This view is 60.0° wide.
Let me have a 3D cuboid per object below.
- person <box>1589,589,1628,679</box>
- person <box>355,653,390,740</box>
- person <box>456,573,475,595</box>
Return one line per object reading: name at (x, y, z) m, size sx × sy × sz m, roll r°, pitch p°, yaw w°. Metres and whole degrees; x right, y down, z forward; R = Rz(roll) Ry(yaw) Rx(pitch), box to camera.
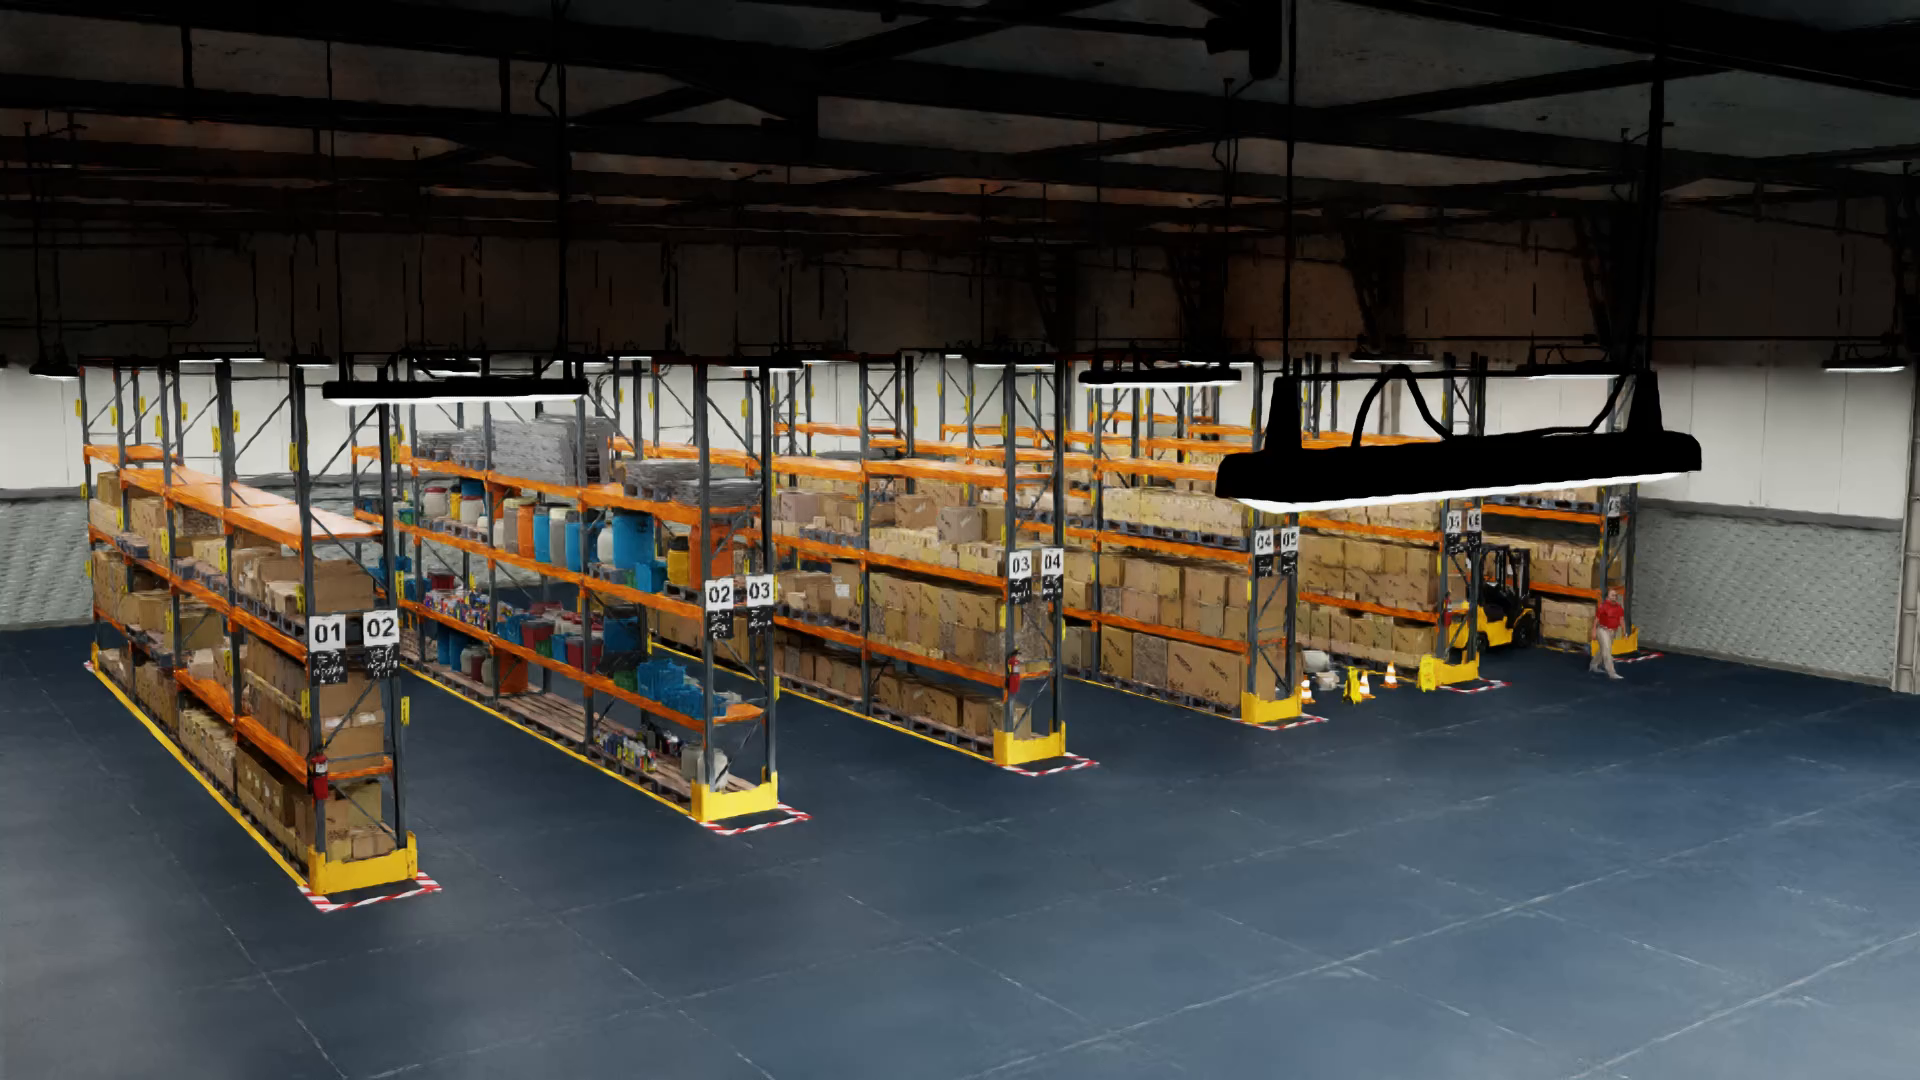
person at (12.139, 1.728, 31.055) m, size 0.535 × 1.657 × 1.029 m, roll -3°, pitch 8°, yaw -26°
person at (-9.387, 2.363, 26.151) m, size 0.443 × 1.587 × 0.996 m, roll -6°, pitch 9°, yaw -43°
person at (-10.036, 1.436, 33.752) m, size 0.800 × 1.610 × 0.641 m, roll 5°, pitch 9°, yaw 36°
